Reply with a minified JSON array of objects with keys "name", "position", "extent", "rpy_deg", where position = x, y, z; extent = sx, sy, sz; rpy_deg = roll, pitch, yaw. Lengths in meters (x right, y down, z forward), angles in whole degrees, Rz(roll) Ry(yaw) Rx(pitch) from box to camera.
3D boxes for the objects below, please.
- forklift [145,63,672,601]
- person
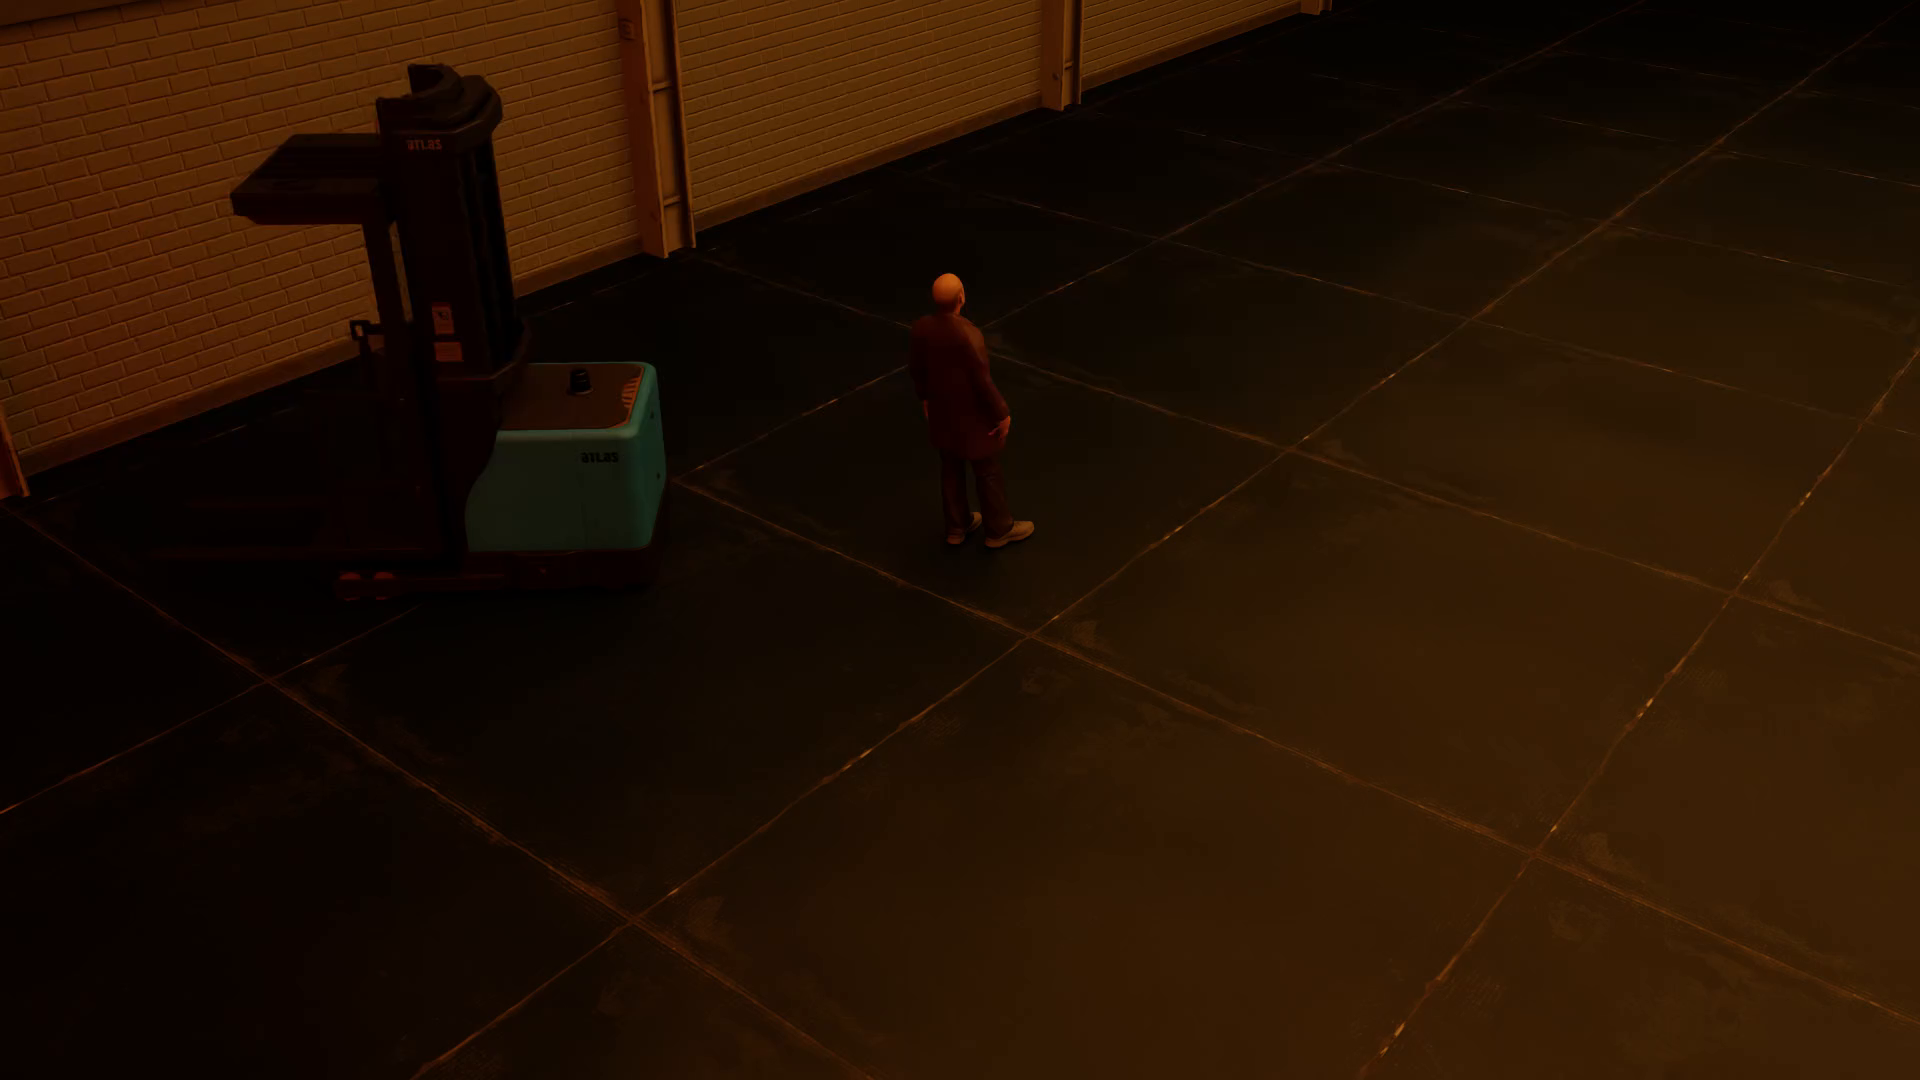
[{"name":"forklift","position":[-3.355,-1.176,9.608],"extent":[3.031,2.935,1.130],"rpy_deg":[-1,30,-2]},{"name":"person","position":[0.061,-0.808,10.106],"extent":[0.696,1.776,0.582],"rpy_deg":[22,37,33]}]
